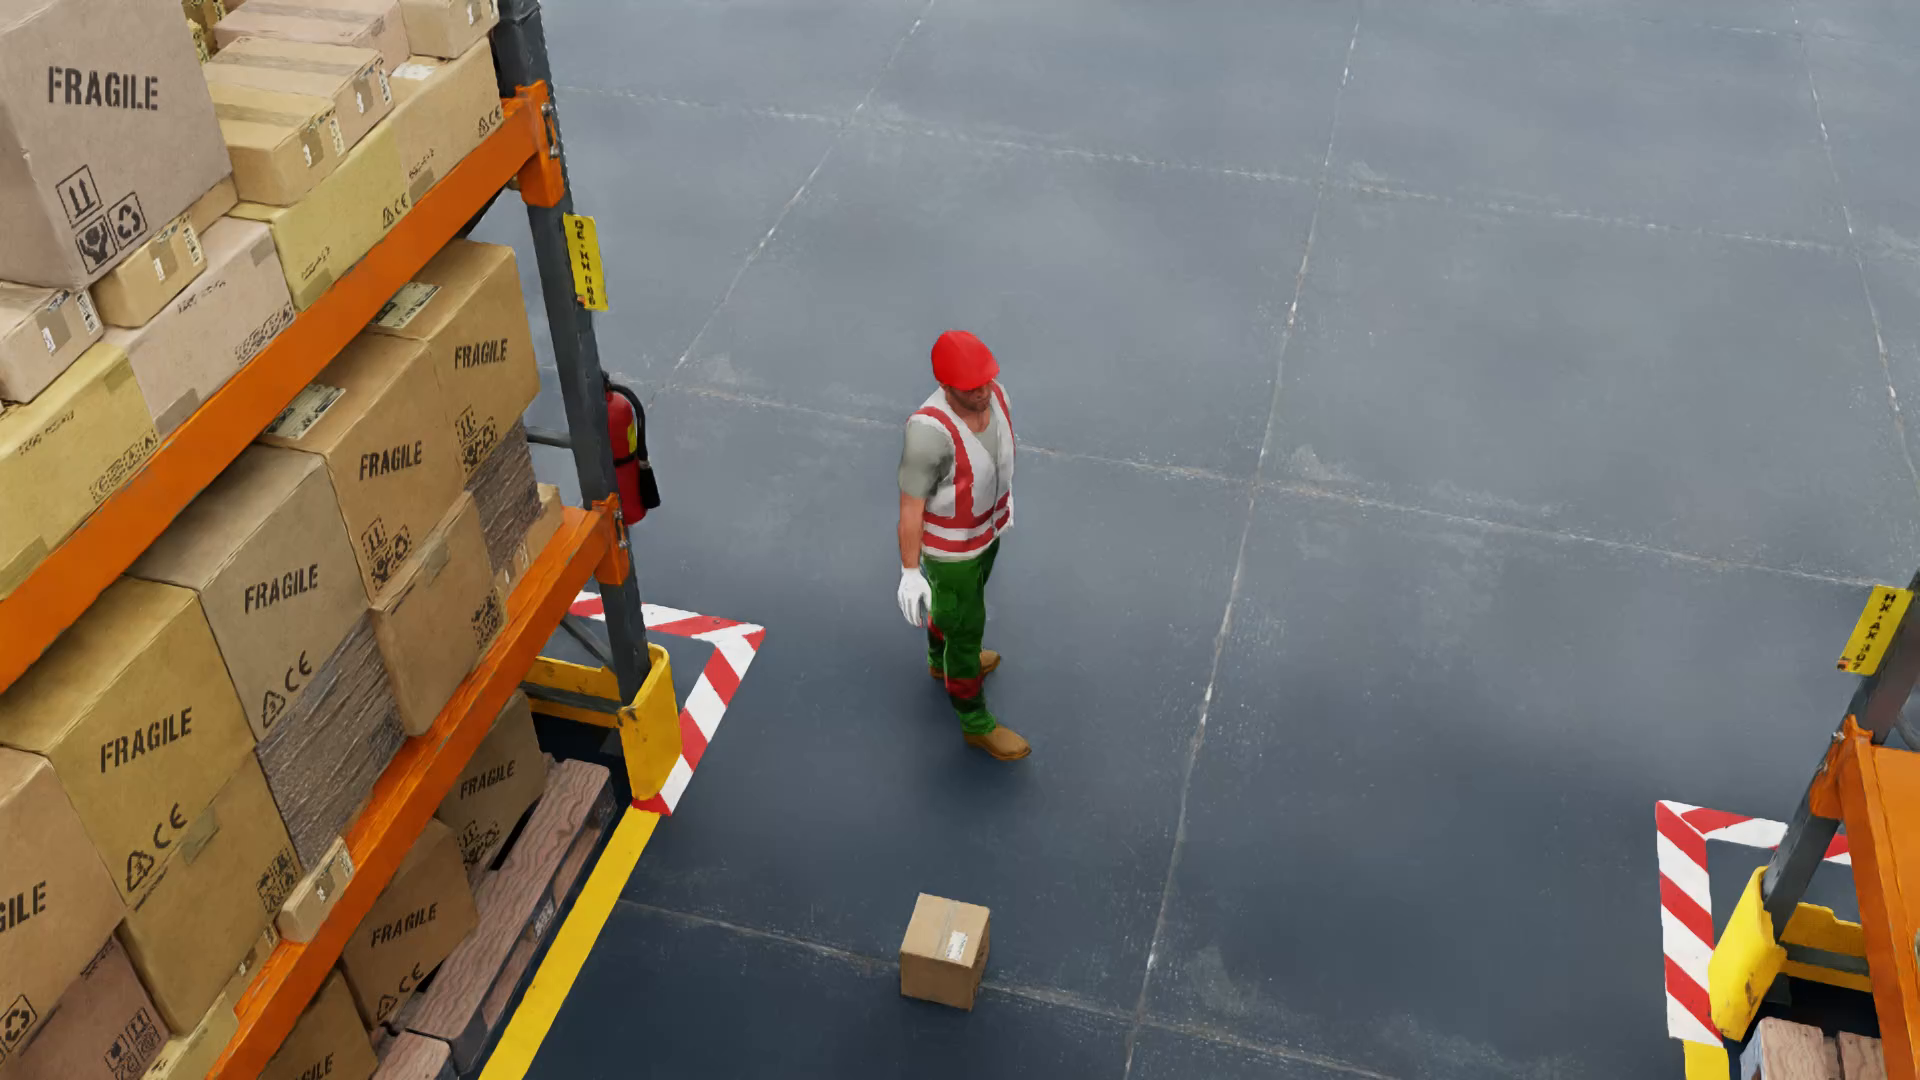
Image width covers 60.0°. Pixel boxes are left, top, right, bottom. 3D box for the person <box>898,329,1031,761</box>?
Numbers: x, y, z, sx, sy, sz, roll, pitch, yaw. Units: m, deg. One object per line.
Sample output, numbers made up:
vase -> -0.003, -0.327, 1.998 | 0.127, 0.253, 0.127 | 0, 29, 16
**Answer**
person -> 0.065, 0.028, 6.074 | 0.611, 1.784, 0.761 | 22, 45, 23
